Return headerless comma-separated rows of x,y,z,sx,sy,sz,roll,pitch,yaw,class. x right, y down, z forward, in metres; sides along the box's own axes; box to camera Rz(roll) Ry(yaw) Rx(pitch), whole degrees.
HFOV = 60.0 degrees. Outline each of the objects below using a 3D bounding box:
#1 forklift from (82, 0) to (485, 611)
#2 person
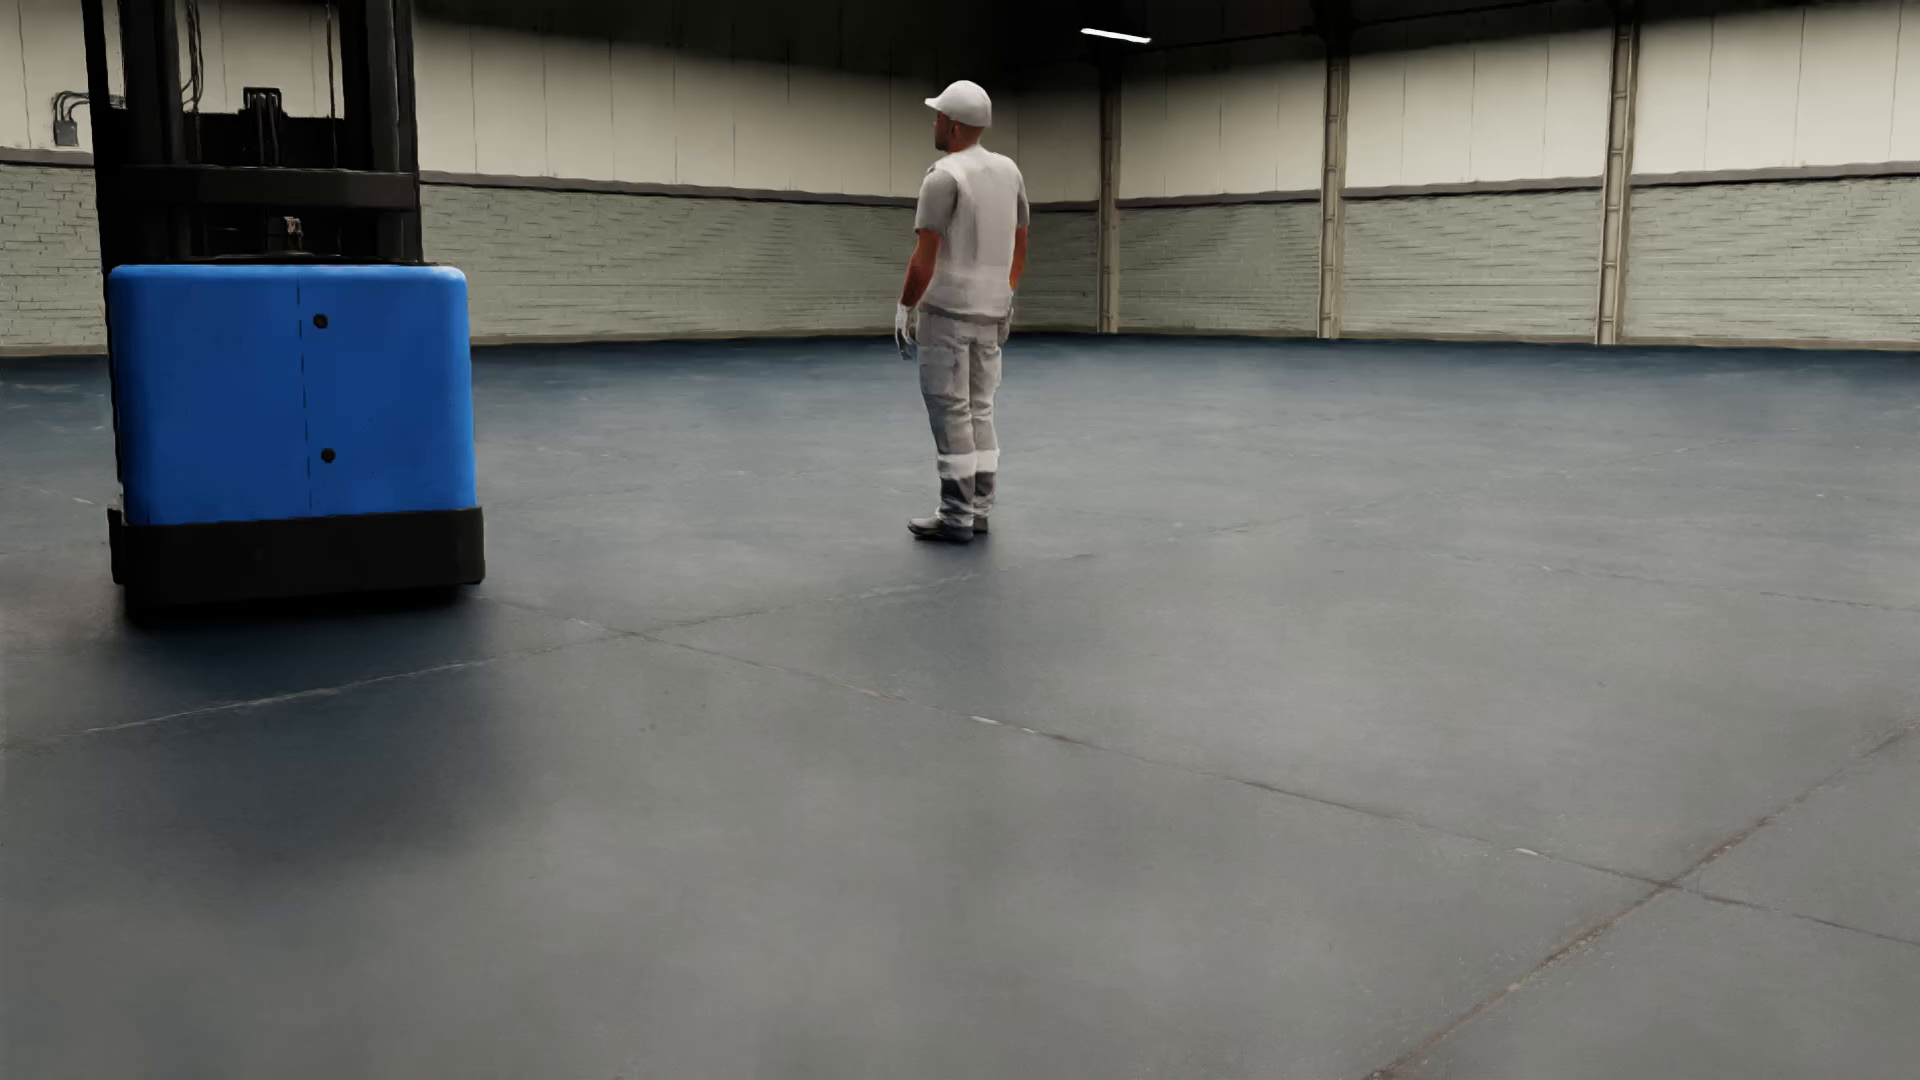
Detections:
-2.646,-1.413,6.257,1.130,2.935,3.031,-4,10,-26,forklift
-0.050,-0.901,6.646,0.563,1.787,0.637,8,12,43,person
